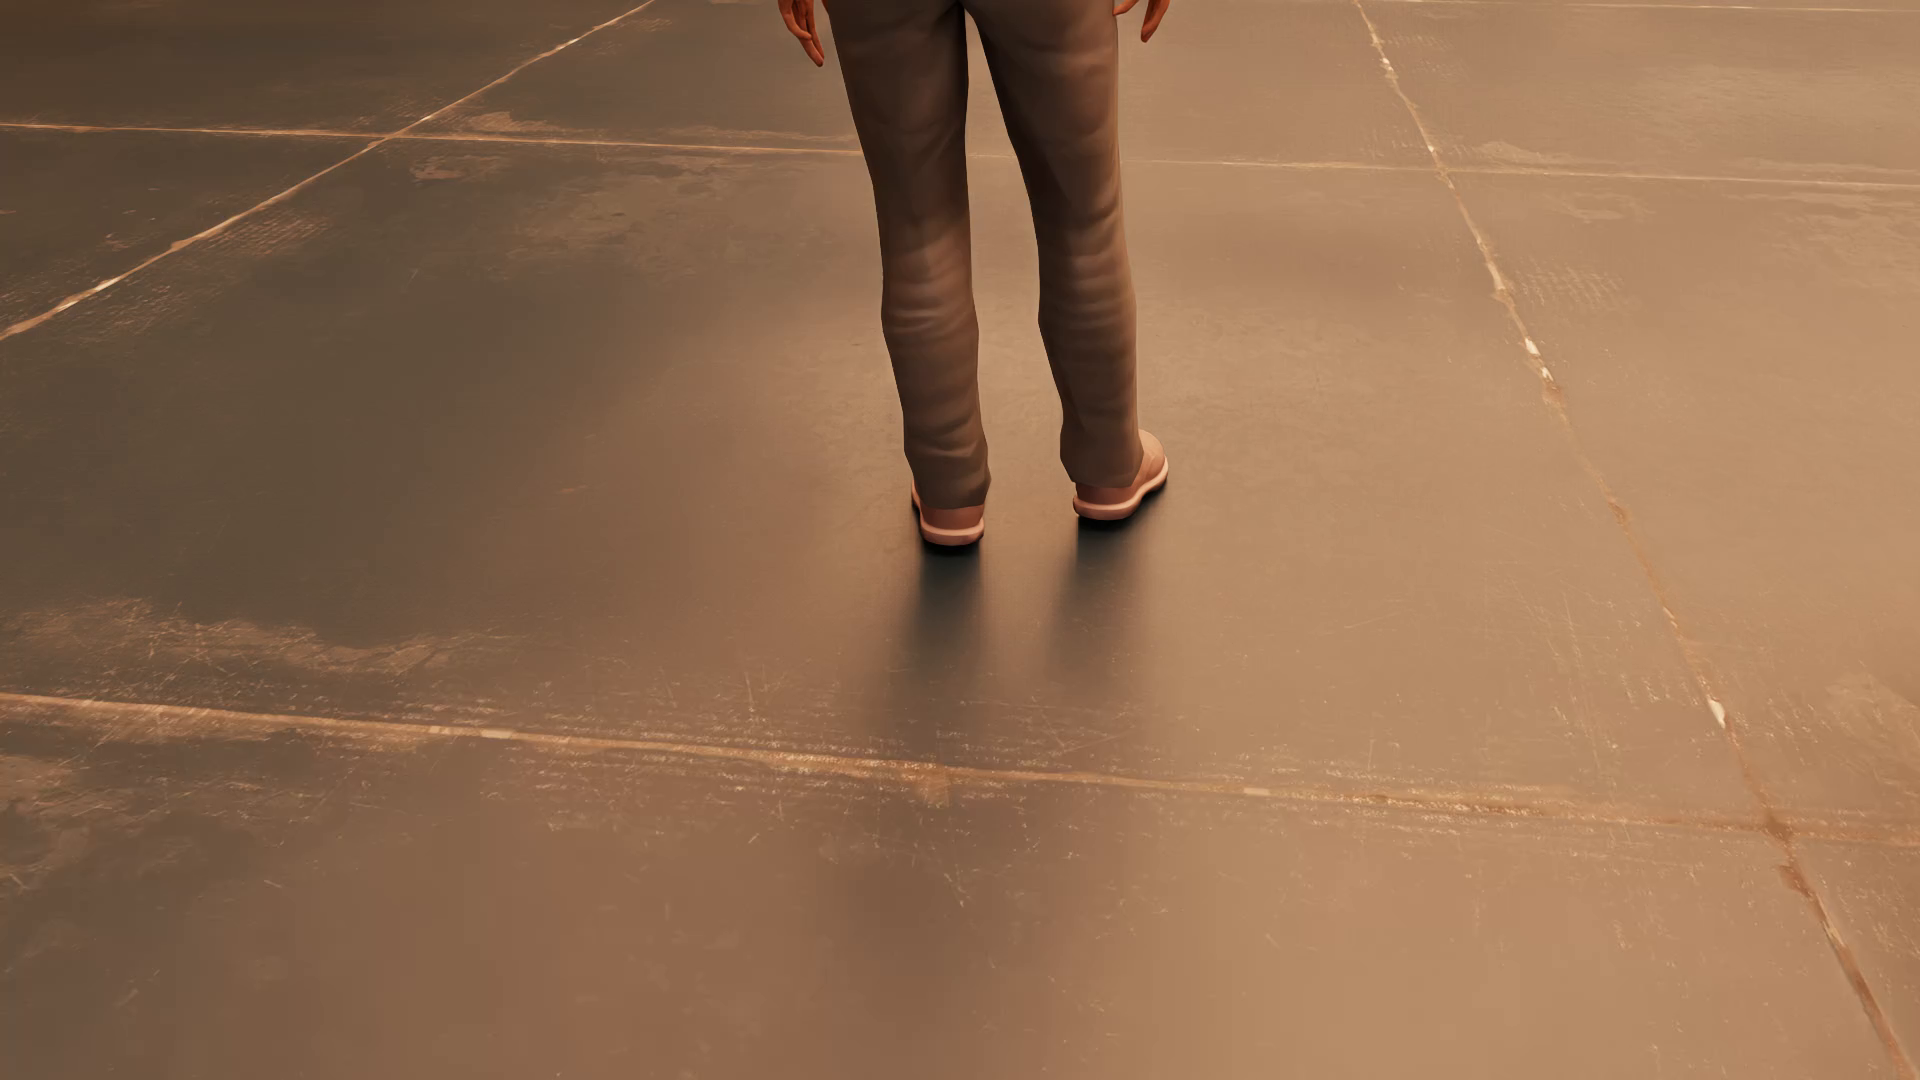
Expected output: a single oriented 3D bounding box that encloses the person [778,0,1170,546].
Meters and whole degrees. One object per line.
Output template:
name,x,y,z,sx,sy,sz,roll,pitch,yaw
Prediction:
person,0.032,-0.784,2.203,0.569,1.654,0.504,3,27,7
